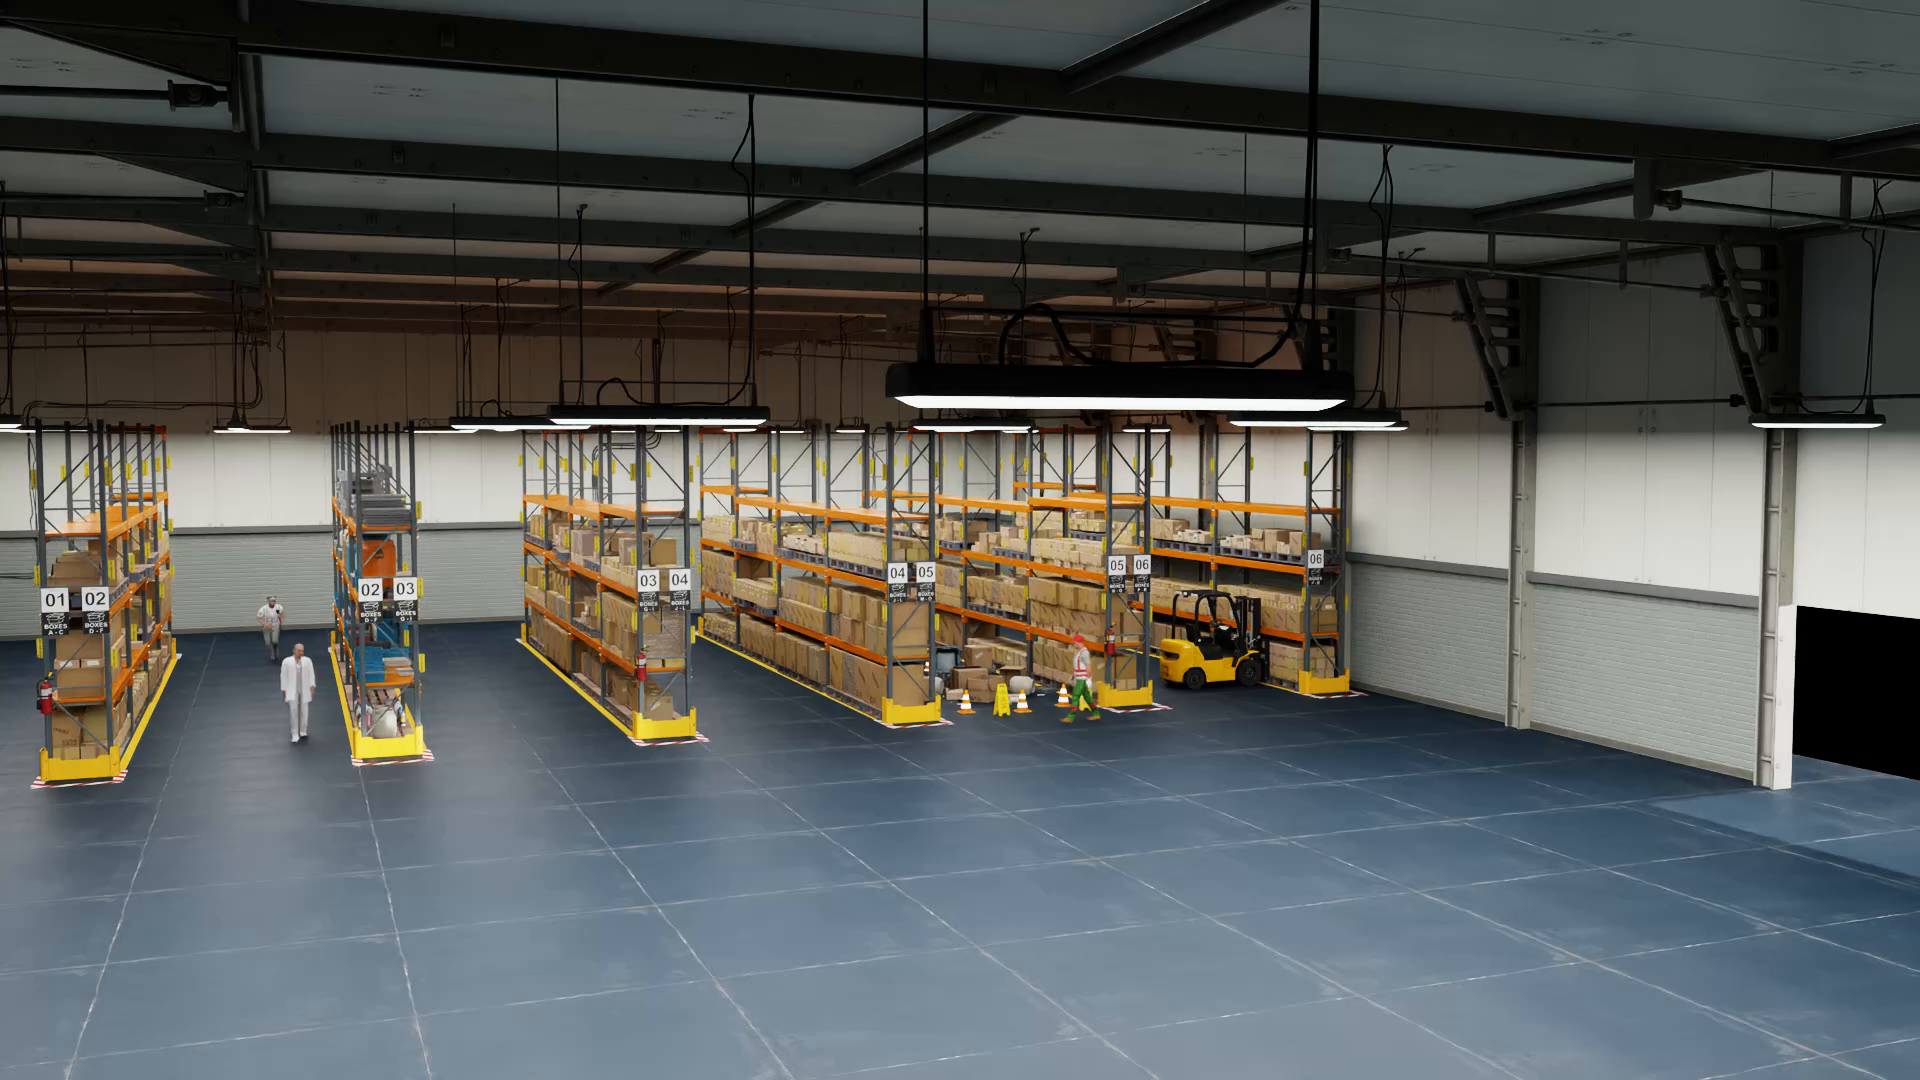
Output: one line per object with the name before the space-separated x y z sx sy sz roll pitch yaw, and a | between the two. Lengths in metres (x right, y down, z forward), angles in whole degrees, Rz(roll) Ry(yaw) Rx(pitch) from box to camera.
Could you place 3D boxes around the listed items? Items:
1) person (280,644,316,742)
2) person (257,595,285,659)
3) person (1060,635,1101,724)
person | -12.513 2.888 31.521 0.593 1.808 0.731 -2 4 -34
person | -17.612 2.231 42.526 0.606 1.680 0.735 -1 4 -13
person | 2.392 2.773 33.233 0.911 1.753 0.566 -1 4 -10
